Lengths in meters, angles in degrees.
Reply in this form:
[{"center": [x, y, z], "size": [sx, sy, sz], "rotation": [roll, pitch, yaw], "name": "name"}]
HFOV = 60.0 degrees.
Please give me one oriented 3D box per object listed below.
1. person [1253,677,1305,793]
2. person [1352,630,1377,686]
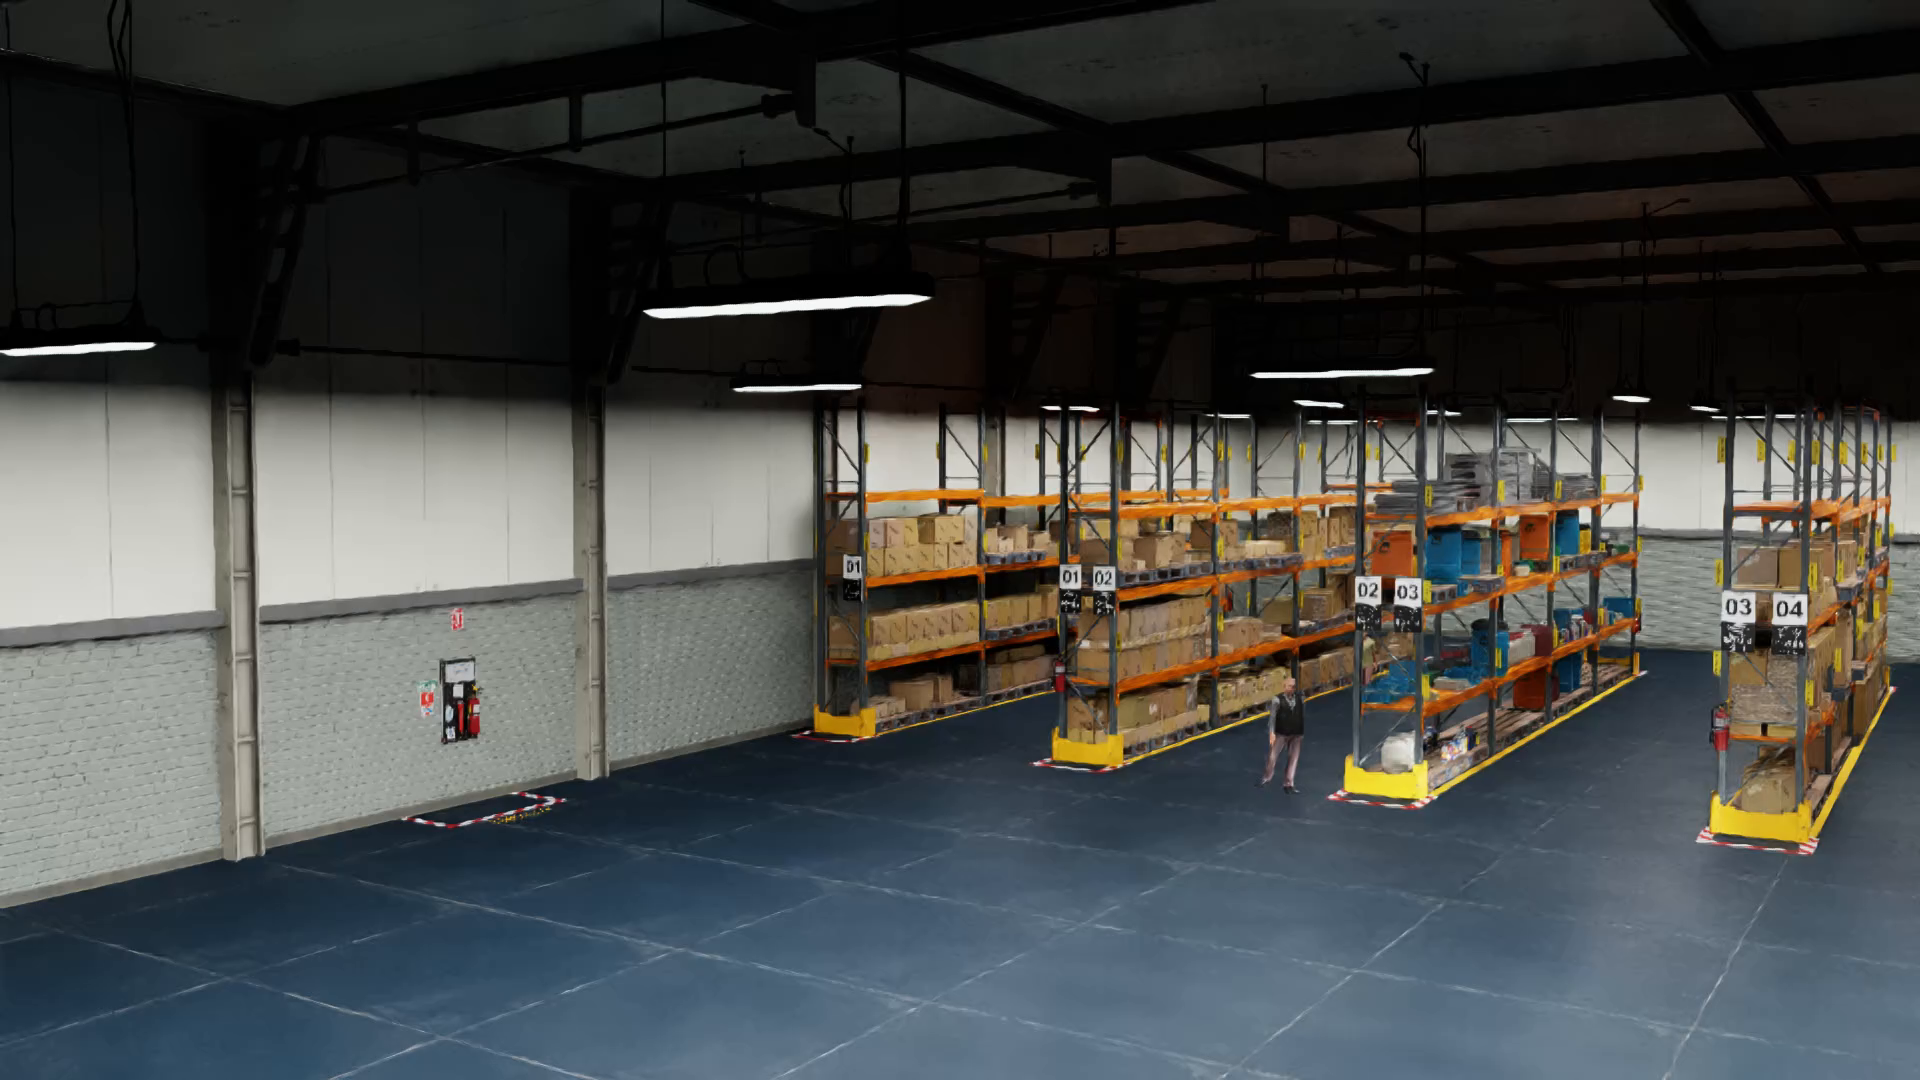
[{"center": [4.713, 2.860, 24.480], "size": [0.722, 1.713, 0.518], "rotation": [0, 3, -8], "name": "person"}, {"center": [7.954, 2.462, 32.807], "size": [0.451, 1.586, 1.099], "rotation": [2, 3, 30], "name": "person"}]
